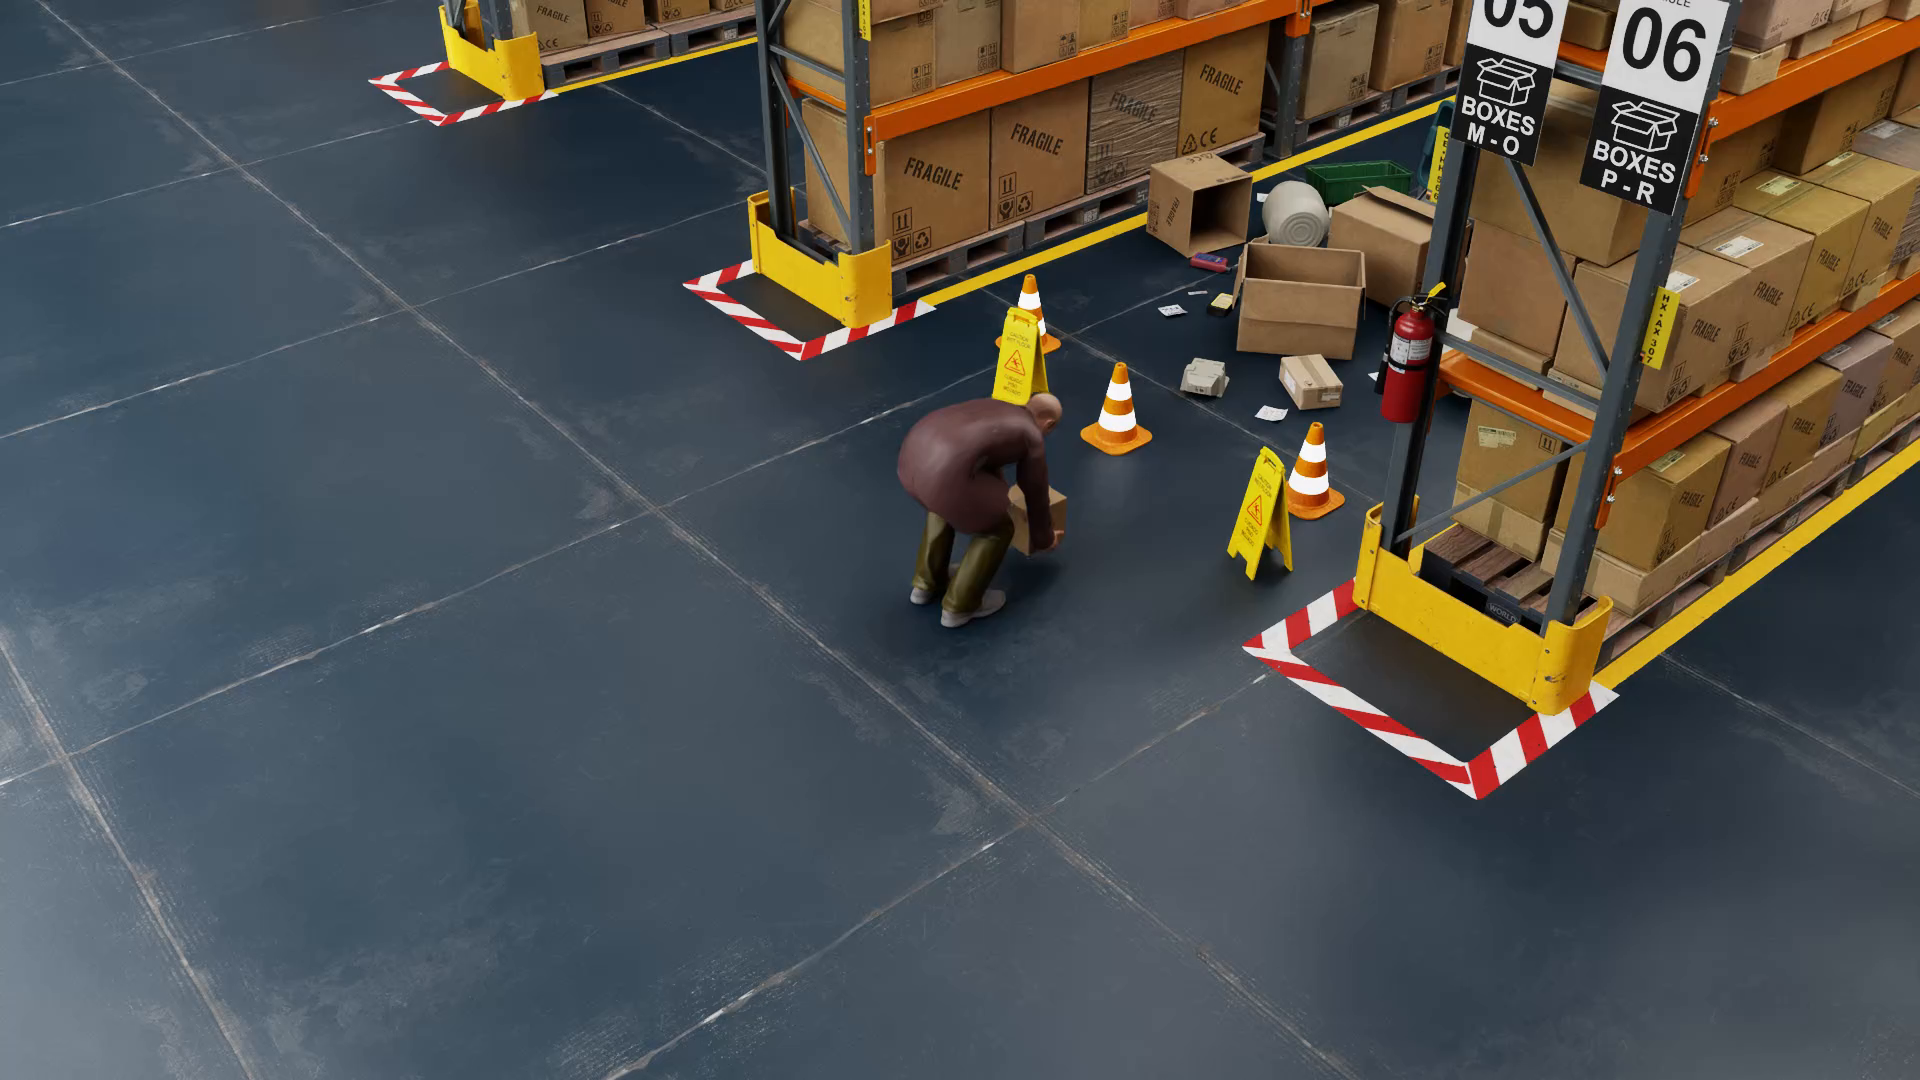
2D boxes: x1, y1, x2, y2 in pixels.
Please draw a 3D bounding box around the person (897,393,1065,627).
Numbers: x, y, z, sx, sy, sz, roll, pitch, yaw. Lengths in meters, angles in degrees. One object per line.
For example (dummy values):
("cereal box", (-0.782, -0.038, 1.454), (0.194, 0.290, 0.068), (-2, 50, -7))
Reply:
("person", (0.125, -0.211, 7.992), (0.949, 1.078, 0.580), (-28, 44, -34))
